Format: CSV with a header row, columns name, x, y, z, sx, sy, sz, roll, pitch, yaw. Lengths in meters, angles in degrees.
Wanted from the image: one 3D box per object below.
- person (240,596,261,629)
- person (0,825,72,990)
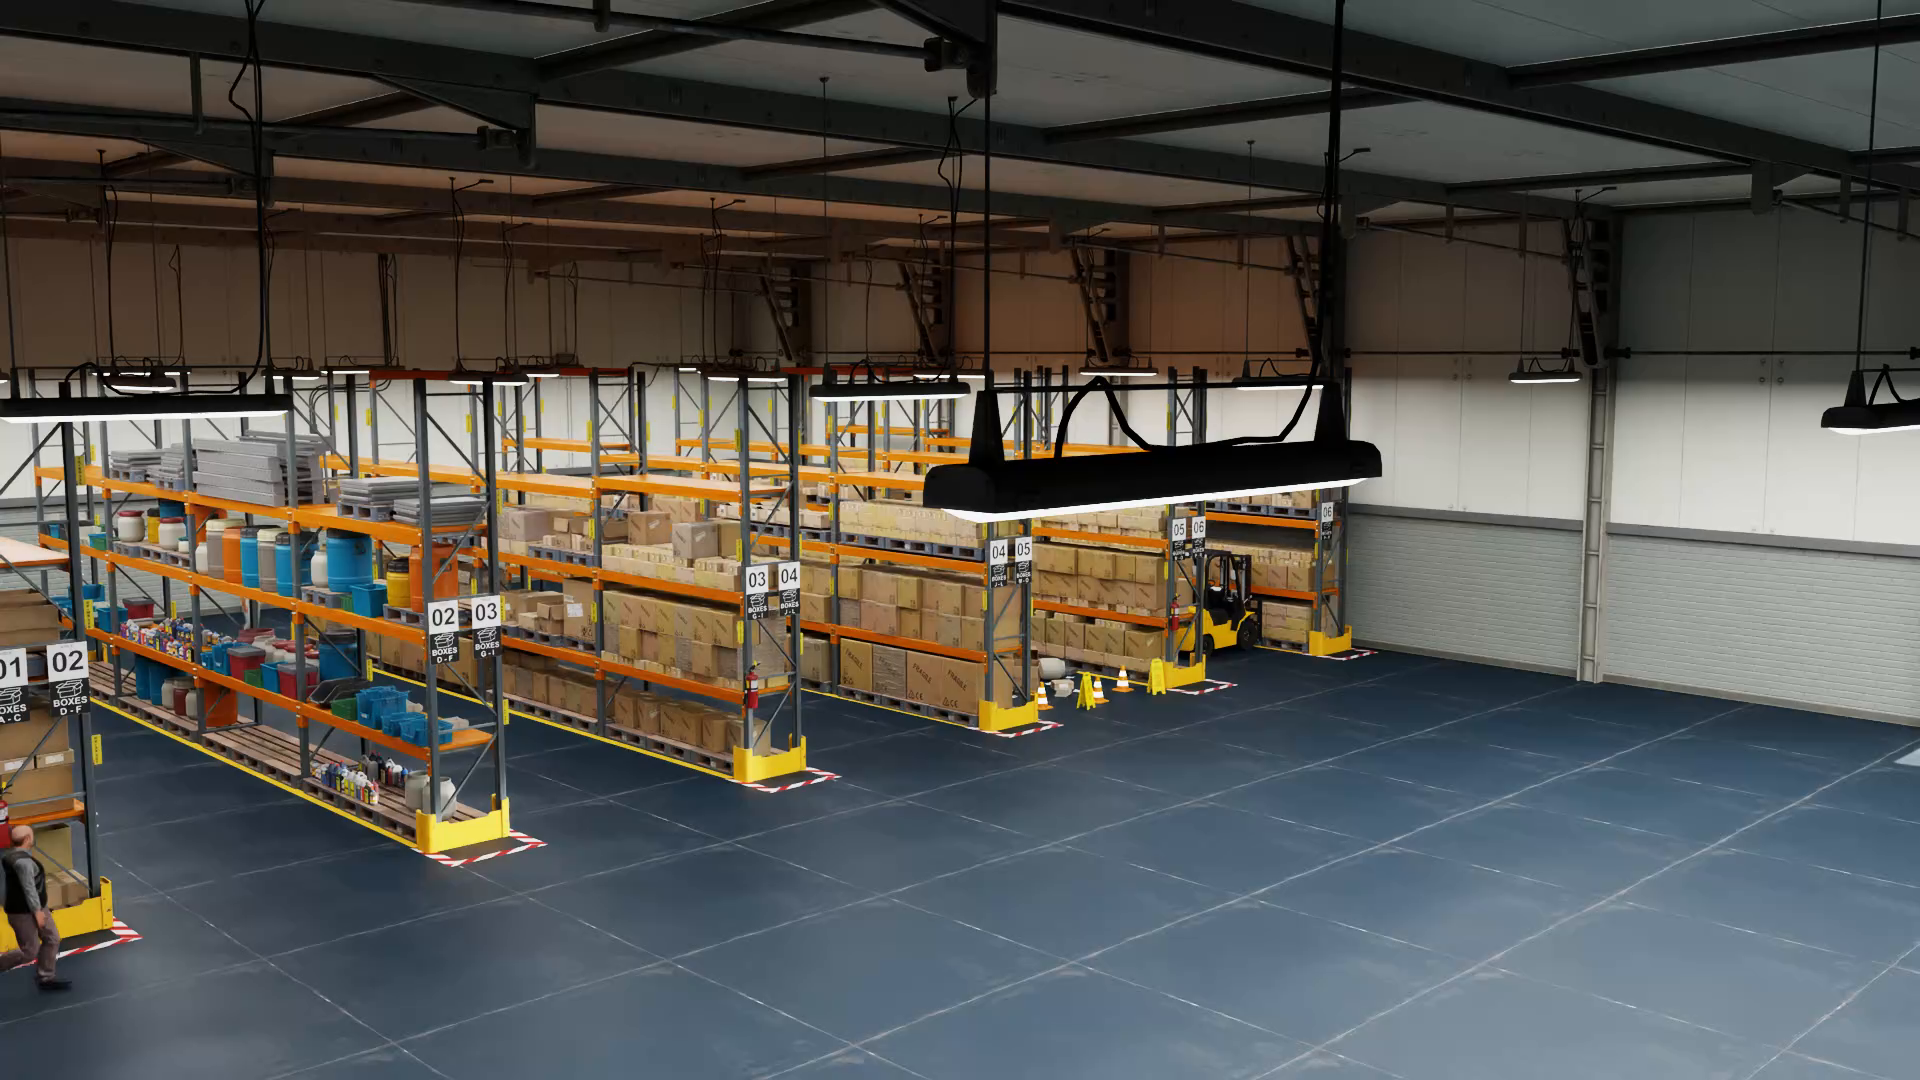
name,x,y,z,sx,sy,sz,roll,pitch,yaw
person,-15.346,1.418,36.013,0.454,1.801,0.610,1,7,11
person,-9.254,3.645,16.379,0.785,1.686,0.504,-2,7,-14
